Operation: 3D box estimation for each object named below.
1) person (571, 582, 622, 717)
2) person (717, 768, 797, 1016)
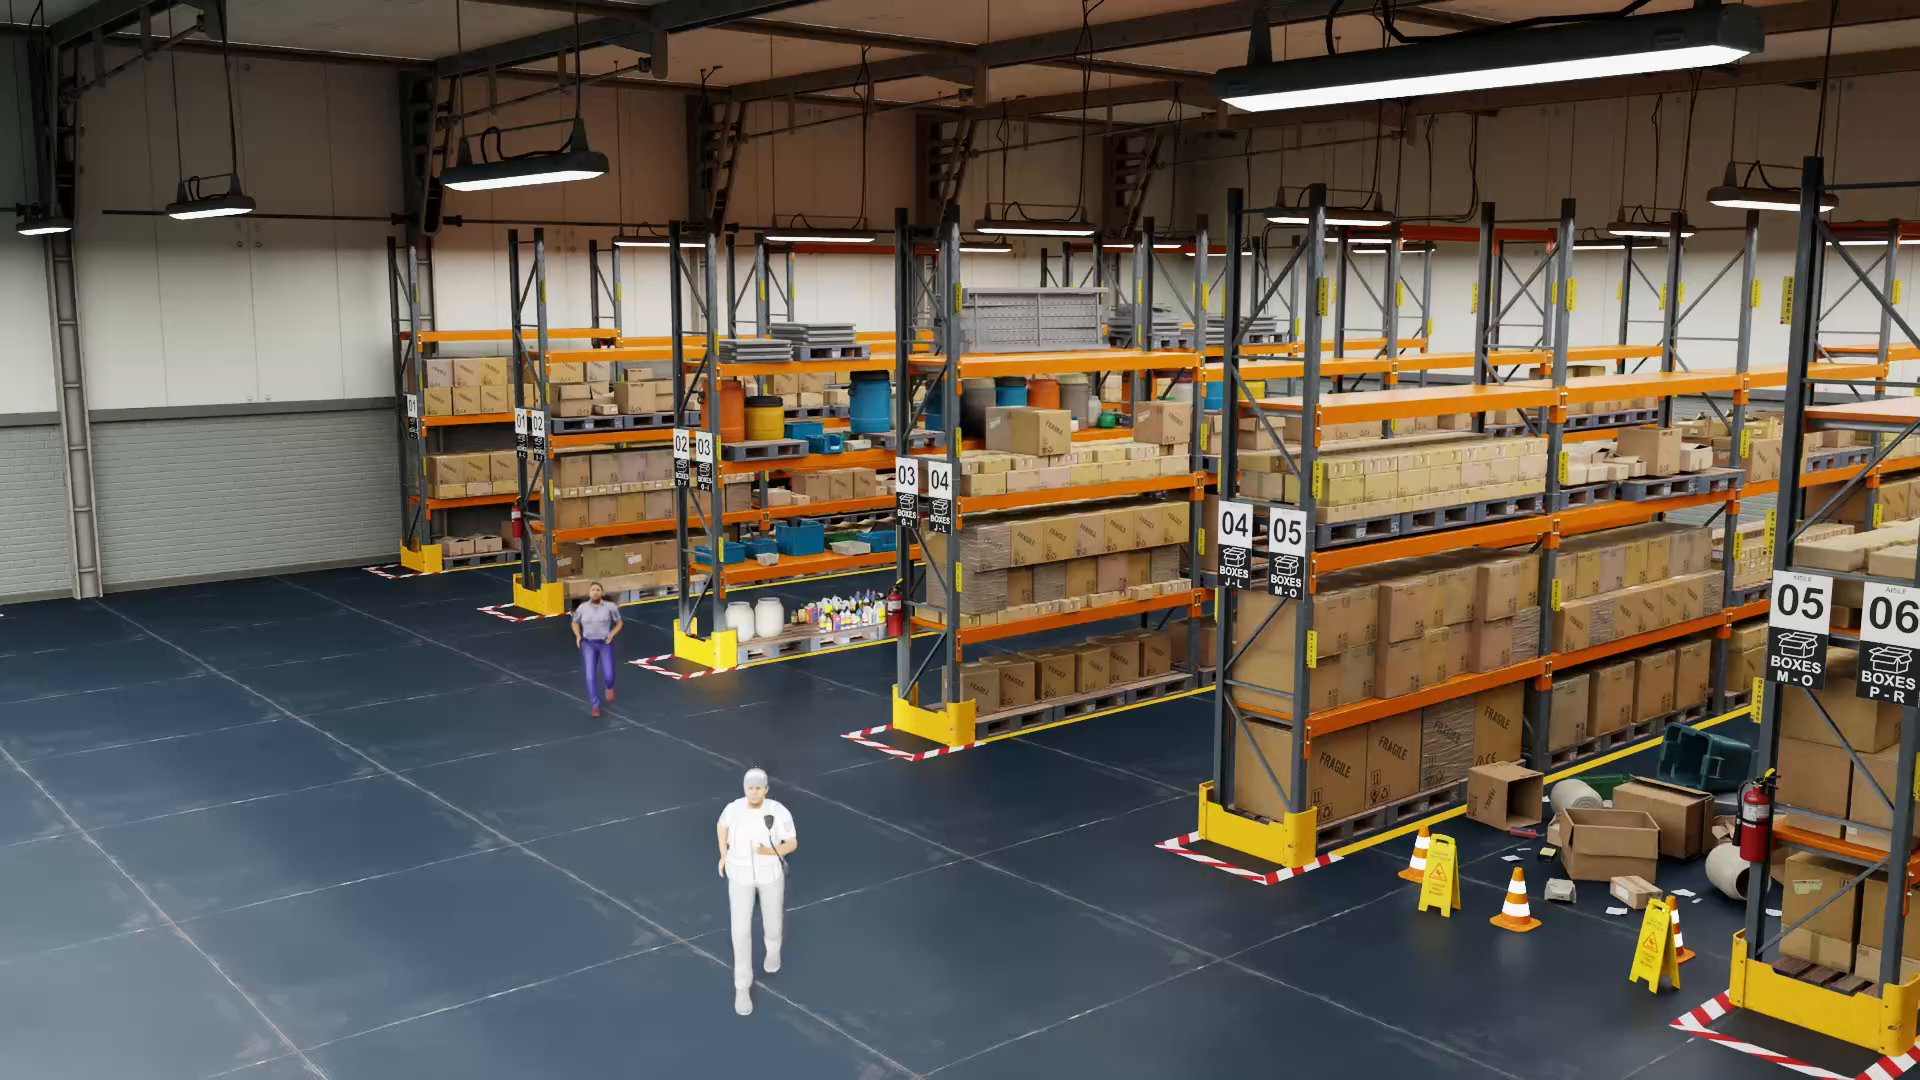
[{"bbox_3d":[-4.393,1.298,20.126,0.612,1.597,0.623,-1,9,-8],"label":"person"},{"bbox_3d":[-1.480,2.487,12.123,0.594,1.689,0.865,-1,9,-4],"label":"person"}]
